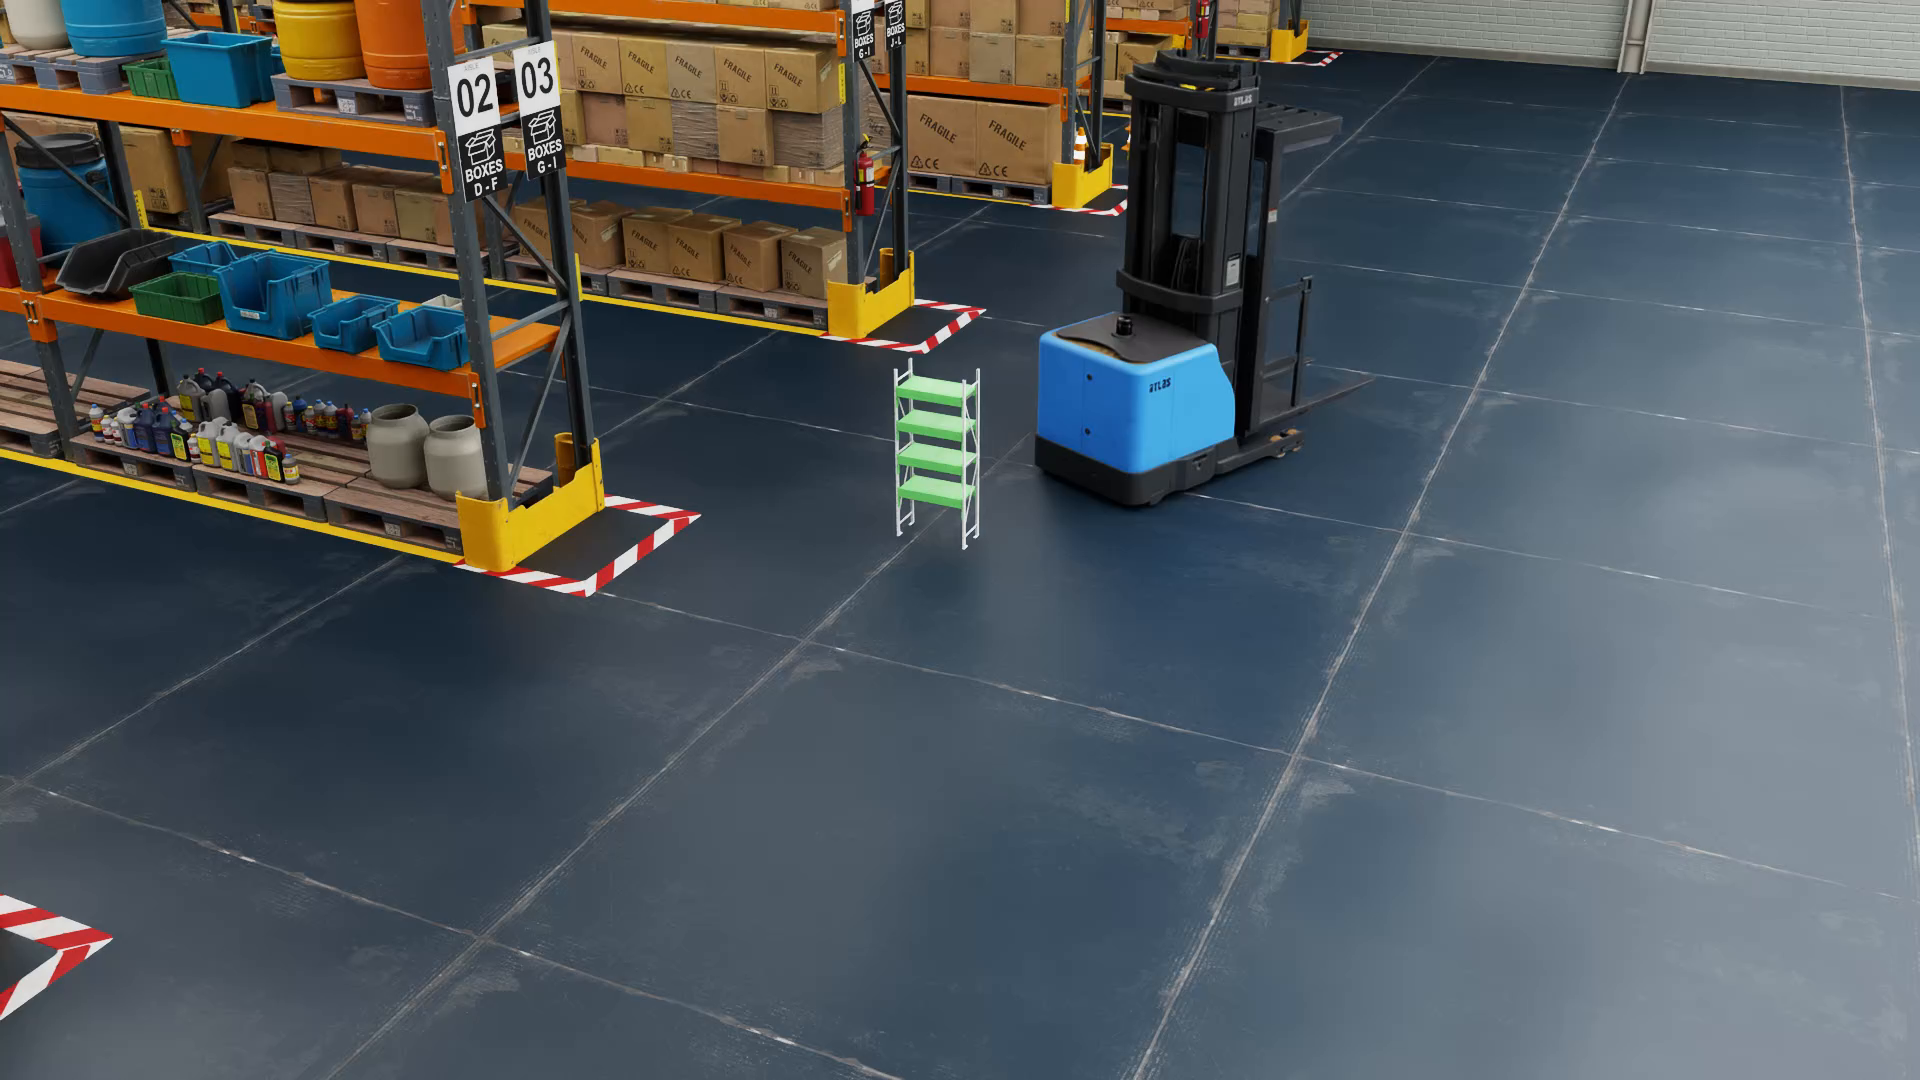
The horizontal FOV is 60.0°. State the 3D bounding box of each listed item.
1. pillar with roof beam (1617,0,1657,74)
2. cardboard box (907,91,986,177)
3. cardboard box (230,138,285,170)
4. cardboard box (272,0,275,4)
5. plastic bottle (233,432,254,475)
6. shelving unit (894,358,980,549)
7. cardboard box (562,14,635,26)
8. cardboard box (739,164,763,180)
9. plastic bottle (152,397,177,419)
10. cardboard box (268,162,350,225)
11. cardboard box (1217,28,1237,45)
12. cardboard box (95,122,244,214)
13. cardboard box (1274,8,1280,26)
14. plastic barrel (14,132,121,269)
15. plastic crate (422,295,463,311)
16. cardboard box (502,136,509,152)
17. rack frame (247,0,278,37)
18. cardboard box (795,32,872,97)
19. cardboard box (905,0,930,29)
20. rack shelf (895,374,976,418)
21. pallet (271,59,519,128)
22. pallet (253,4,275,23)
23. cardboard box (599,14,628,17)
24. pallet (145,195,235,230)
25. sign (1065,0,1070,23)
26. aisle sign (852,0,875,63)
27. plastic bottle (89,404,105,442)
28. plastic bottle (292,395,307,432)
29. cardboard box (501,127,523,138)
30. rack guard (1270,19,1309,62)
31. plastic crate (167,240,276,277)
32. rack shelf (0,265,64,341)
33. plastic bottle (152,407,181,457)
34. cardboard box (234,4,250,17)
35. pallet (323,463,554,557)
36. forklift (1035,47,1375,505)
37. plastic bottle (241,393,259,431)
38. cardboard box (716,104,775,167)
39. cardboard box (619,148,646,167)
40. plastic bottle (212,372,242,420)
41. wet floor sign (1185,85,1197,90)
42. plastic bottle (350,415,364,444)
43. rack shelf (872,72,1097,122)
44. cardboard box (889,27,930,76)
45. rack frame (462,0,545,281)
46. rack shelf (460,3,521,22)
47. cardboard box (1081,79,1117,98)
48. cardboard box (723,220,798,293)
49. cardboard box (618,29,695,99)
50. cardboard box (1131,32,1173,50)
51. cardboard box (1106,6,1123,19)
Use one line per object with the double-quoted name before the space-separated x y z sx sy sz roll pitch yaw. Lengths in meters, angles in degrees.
"pillar with roof beam" 8.831 -9.722 20.808 0.400 9.000 9.100 11 28 22
"cardboard box" -0.043 -4.856 19.647 0.875 0.875 0.875 11 28 21
"cardboard box" -7.401 -4.152 17.770 0.500 0.250 0.500 13 29 24
"cardboard box" -9.097 -7.328 22.547 0.250 0.149 0.380 12 29 23
"plastic bottle" -4.989 -0.613 11.685 0.135 0.276 0.152 11 28 20
"shelving unit" -0.151 -0.569 11.046 0.503 1.200 0.258 11 28 22
"cardboard box" -3.403 -4.683 15.784 0.500 0.500 0.500 11 28 22
"cardboard box" -1.784 -3.367 14.977 0.250 0.149 0.380 11 28 22
"plastic bottle" -5.810 -0.880 12.142 0.185 0.351 0.144 11 28 22
"cardboard box" -6.895 -3.715 17.732 0.500 0.500 0.700 9 28 18
"cardboard box" 4.405 -8.377 27.506 0.500 0.250 0.500 11 28 22
"cardboard box" -8.643 -4.220 18.355 0.875 0.875 1.225 10 28 19
"cardboard box" 5.070 -8.717 27.631 0.500 0.250 0.500 12 29 23
"plastic barrel" -6.659 -2.545 12.455 0.708 0.901 0.600 11 28 22
"plastic crate" -3.473 -1.571 11.343 0.250 0.136 0.298 11 28 22
"cardboard box" -4.311 -3.846 15.950 0.250 0.149 0.380 11 28 22
"rack frame" -9.520 -7.557 23.204 0.127 3.000 1.000 11 28 22
"cardboard box" -1.129 -4.224 14.853 0.500 0.500 0.500 11 28 22
"cardboard box" -0.447 -6.264 19.184 0.500 0.550 0.875 11 28 22
"rack shelf" -0.151 -0.942 10.863 0.480 0.148 0.258 11 28 22
"pallet" -3.504 -2.848 10.456 1.213 0.211 1.003 11 28 22
"pallet" -8.884 -7.273 22.844 1.213 0.211 1.003 11 28 22
"cardboard box" -4.206 -6.404 20.748 0.500 0.500 0.500 11 28 21
"pallet" -8.710 -3.774 18.676 1.213 0.211 1.003 11 28 22
"sign" 1.167 -5.773 18.002 0.005 0.325 0.100 11 28 22
"aisle sign" -0.809 -4.422 13.892 0.004 0.787 0.394 11 28 22
"plastic bottle" -6.324 -0.866 12.204 0.097 0.271 0.097 0 26 0
"plastic bottle" -4.900 -0.944 12.362 0.097 0.271 0.097 0 26 0
"cardboard box" -3.998 -4.190 15.914 0.500 0.500 0.875 11 28 22
"rack guard" 5.434 -8.243 27.426 0.348 0.500 1.175 11 28 22
"plastic crate" -5.313 -1.967 12.018 0.616 0.251 0.499 11 28 22
"rack shelf" -8.253 -2.170 13.076 4.000 0.370 1.077 11 28 22
"plastic bottle" -5.698 -0.787 11.954 0.185 0.351 0.144 10 28 20
"cardboard box" -9.877 -7.403 23.174 0.250 0.149 0.380 11 28 21
"pallet" -3.617 -0.291 11.601 1.213 0.211 1.003 11 28 22
"forklift" 1.989 -2.086 12.170 3.031 2.935 1.130 -21 33 -36
"plastic bottle" -5.277 -0.964 12.389 0.133 0.283 0.061 11 28 22
"cardboard box" -1.735 -3.721 14.961 0.500 0.500 0.875 11 28 22
"cardboard box" -2.940 -3.577 15.404 0.250 0.149 0.380 11 28 22
"plastic bottle" -5.552 -1.099 12.588 0.185 0.351 0.144 10 28 19
"wet floor sign" 3.091 -5.851 22.403 0.232 0.644 0.267 23 35 39
"plastic bottle" -4.407 -0.814 12.177 0.097 0.201 0.097 0 26 0
"rack shelf" -0.417 -5.406 19.649 4.000 0.370 1.077 11 28 22
"cardboard box" -0.420 -5.805 19.475 0.500 0.550 0.875 11 28 22
"rack frame" -4.382 -4.119 16.220 0.127 3.000 1.000 11 28 22
"rack shelf" -6.203 -5.507 16.459 4.000 0.370 1.077 11 28 22
"cardboard box" 2.045 -6.464 23.622 0.500 0.250 0.500 11 28 22
"cardboard box" -1.861 -2.671 15.633 0.500 0.500 0.500 20 33 35
"cardboard box" -2.708 -4.292 14.989 0.500 0.500 0.500 11 28 22
"cardboard box" 2.719 -6.926 23.710 0.500 0.500 0.500 10 28 20
"cardboard box" 2.184 -7.334 23.034 0.250 0.149 0.380 12 29 23
